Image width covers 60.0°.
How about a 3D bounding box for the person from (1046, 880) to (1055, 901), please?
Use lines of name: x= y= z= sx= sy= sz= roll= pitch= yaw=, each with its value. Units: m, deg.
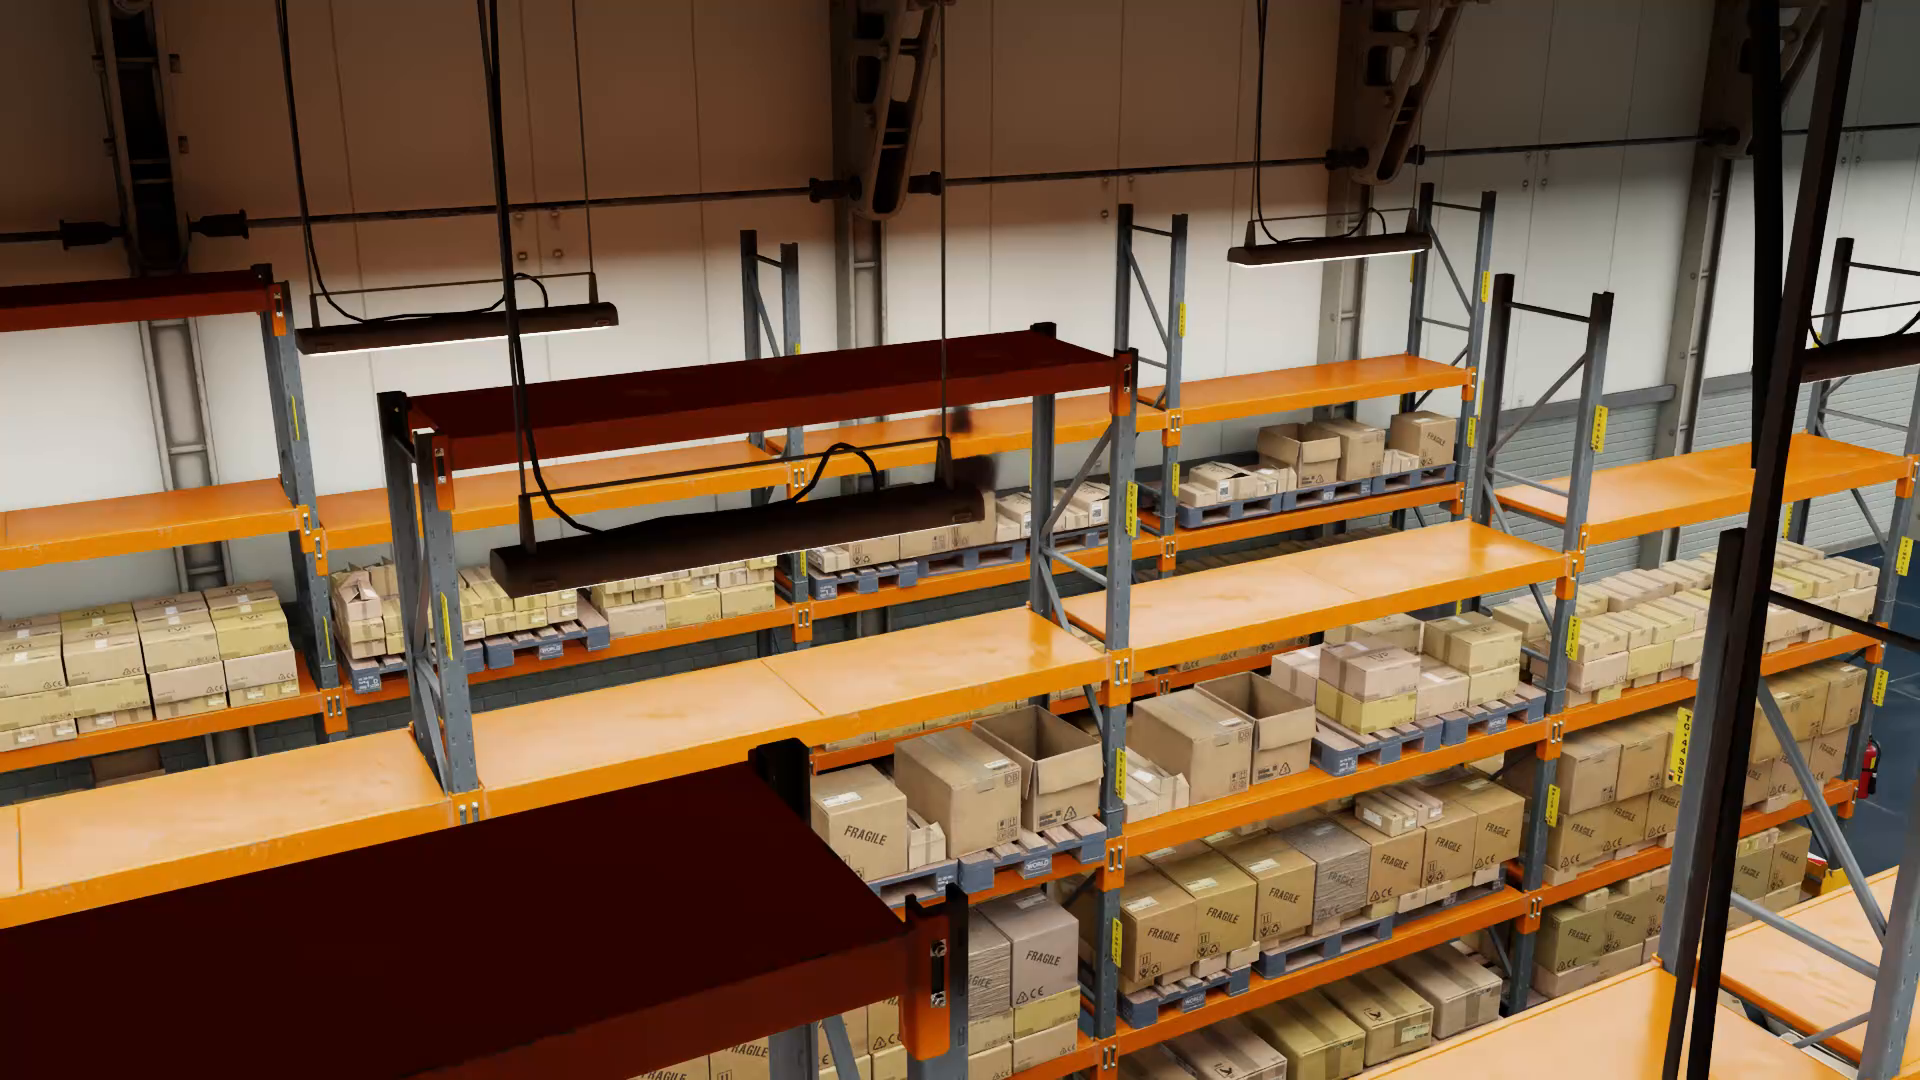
person: x=1.046 y=2.797 z=14.350 sx=0.675 sy=1.722 sz=0.675 roll=-6 pitch=19 yaw=-17
